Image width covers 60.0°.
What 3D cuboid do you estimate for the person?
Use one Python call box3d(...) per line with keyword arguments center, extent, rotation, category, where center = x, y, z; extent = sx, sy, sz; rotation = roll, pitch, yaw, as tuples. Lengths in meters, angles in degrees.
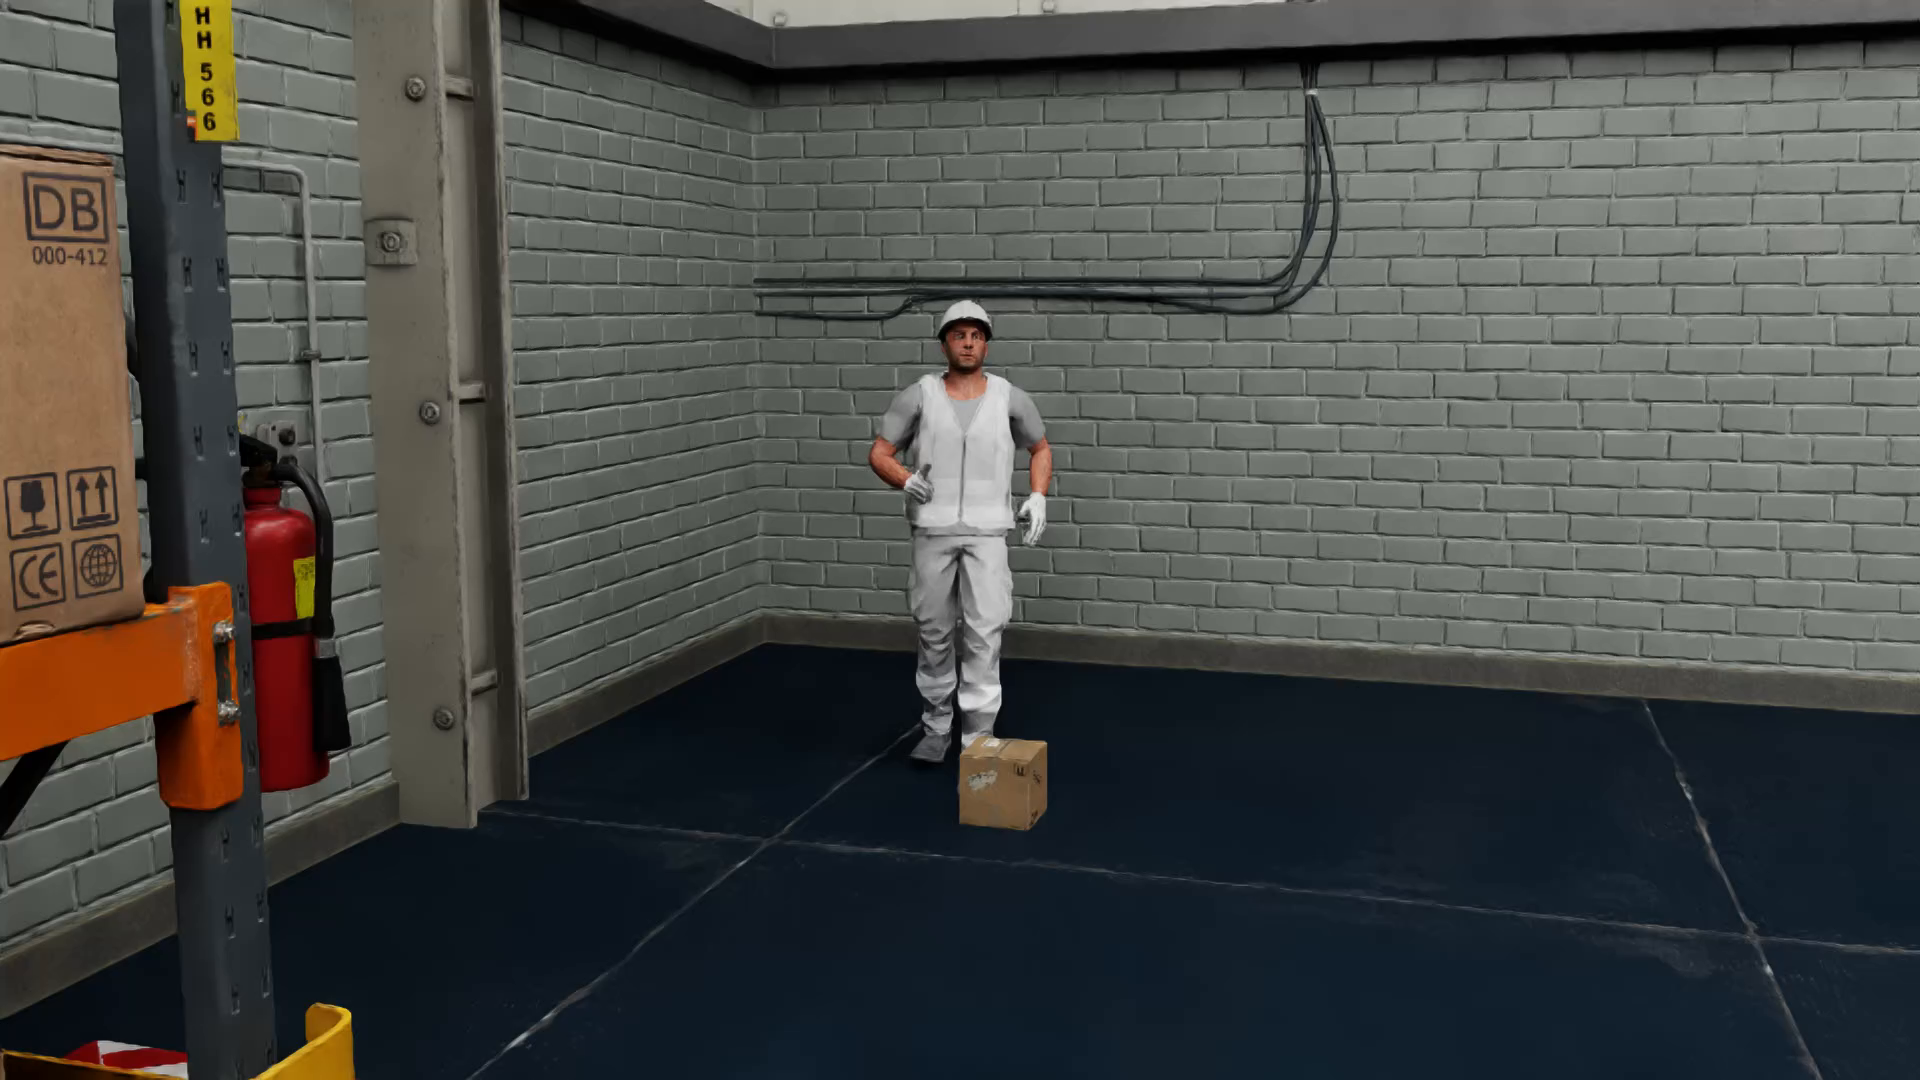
box3d(center=(0.011, 0.012, 6.183), extent=(0.709, 1.796, 0.709), rotation=(0, 8, -1), category="person")
